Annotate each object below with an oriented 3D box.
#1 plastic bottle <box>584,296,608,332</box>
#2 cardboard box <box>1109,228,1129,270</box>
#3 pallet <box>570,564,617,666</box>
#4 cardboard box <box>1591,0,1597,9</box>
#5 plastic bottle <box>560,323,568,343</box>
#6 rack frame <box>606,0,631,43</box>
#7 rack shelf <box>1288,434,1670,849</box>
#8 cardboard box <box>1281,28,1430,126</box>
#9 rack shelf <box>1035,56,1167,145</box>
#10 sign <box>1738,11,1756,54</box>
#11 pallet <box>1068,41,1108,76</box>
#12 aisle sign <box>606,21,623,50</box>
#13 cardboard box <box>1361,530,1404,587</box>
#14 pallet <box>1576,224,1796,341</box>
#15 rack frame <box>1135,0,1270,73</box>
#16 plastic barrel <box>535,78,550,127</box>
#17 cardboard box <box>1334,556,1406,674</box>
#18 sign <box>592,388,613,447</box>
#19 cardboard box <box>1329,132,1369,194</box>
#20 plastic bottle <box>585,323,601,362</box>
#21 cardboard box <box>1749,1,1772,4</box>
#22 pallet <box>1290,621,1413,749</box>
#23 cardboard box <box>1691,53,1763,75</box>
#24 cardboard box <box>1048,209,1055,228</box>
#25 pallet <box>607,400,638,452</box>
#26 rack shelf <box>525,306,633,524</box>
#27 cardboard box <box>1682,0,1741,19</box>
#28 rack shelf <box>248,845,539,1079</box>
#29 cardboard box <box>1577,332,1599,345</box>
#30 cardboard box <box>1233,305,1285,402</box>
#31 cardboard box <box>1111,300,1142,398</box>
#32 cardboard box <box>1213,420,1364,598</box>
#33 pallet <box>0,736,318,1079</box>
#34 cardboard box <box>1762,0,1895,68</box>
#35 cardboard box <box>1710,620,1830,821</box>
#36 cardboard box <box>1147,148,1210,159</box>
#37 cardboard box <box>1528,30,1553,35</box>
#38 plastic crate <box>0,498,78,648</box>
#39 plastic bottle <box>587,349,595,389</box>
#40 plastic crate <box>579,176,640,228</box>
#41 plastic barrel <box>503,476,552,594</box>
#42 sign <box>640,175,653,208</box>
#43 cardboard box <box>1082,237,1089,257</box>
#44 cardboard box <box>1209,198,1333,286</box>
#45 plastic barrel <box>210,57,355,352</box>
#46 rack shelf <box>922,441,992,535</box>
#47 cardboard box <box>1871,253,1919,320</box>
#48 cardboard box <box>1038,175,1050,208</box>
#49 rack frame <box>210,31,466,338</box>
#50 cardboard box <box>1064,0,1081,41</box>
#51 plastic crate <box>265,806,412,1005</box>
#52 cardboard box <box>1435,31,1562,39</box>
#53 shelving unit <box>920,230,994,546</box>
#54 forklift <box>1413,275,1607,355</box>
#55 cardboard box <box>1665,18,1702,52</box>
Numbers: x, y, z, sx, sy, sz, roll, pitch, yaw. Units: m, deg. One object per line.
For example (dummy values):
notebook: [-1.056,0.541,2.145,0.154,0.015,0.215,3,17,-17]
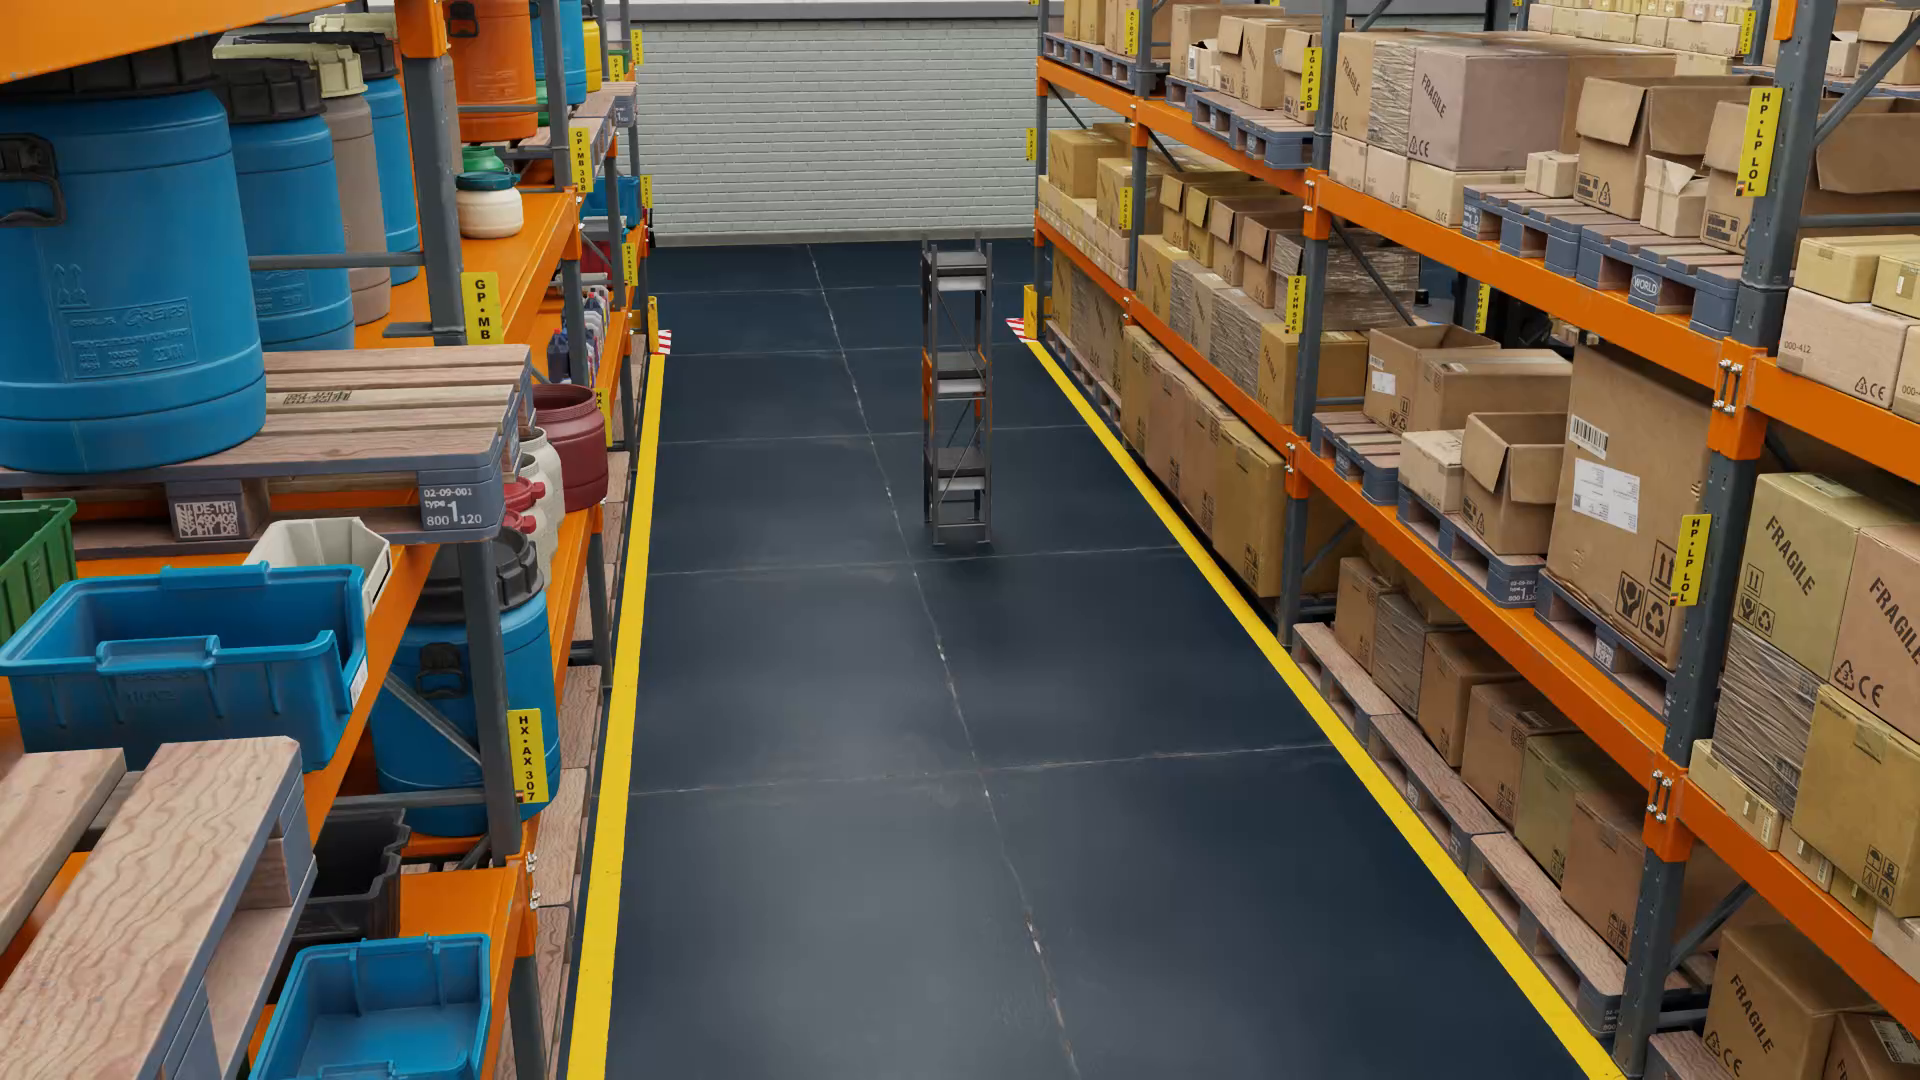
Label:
plastic bottle: [-2.624,-1.632,11.976,0.152,0.276,0.135,-3,21,-8]
cardboard box: [1.524,-2.396,13.632,0.500,0.250,0.500,-3,21,-9]
pallet: [-2.632,0.483,10.120,1.003,0.211,1.213,-3,21,-8]
cardboard box: [6.177,-5.064,15.631,0.380,0.149,0.250,-2,21,-6]
plastic bottle: [-2.620,-1.316,11.136,0.097,0.271,0.097,0,20,0]
rack frame: [-3.630,-6.132,15.274,1.000,3.000,0.127,-3,21,-8]
rack shelf: [2.712,0.228,7.848,1.077,0.370,4.000,-3,21,-8]
cardboard box: [2.265,-2.660,9.515,0.797,0.503,0.637,-2,21,-5]
rack shelf: [1.559,-3.947,14.739,1.077,0.370,4.000,-3,21,-8]
sign: [6.234,-4.019,13.164,0.100,0.325,0.005,-3,21,-8]
pallet: [1.567,-4.256,14.663,1.003,0.211,1.213,-3,21,-8]
aisle sign: [-3.351,-4.579,15.975,0.394,0.787,0.004,-3,21,-8]
cardboard box: [2.550,0.042,9.188,0.500,0.250,0.500,-2,21,-6]
pallet: [3.017,-0.953,5.963,1.213,0.211,1.003,-3,21,-8]
rack frame: [1.848,-4.997,12.234,1.000,3.000,0.127,-3,21,-8]
plastic barrel: [-2.402,-2.460,9.349,0.294,0.245,0.294,0,20,0]
cardboard box: [2.541,0.394,9.318,0.700,0.500,0.500,-4,21,-11]
sign: [-1.934,-0.659,8.959,0.100,0.325,0.005,-3,21,-8]
cardboard box: [2.240,-1.961,8.607,0.500,0.250,0.500,-3,21,-7]
plastic bottle: [-2.499,-1.331,11.169,0.152,0.276,0.135,-3,21,-8]
cardboard box: [6.870,-4.451,13.988,0.380,0.149,0.250,-3,21,-8]
pallet: [2.535,0.775,9.339,1.003,0.211,1.213,-3,21,-8]
cardboard box: [6.432,-3.893,13.780,0.500,0.250,0.500,-2,21,-6]
cardboard box: [1.071,-3.137,16.187,0.380,0.149,0.250,-3,21,-9]
pallet: [-3.198,-0.883,13.779,1.003,0.211,1.213,-3,21,-8]
rack shelf: [-2.765,-0.908,10.887,1.077,0.370,4.000,-3,21,-8]
cardboard box: [6.409,-4.523,14.181,0.380,0.149,0.250,-2,21,-6]
rack shelf: [-1.612,1.862,3.471,1.077,0.370,4.000,-3,21,-8]
cardboard box: [6.189,-1.916,16.032,0.380,0.149,0.250,-3,21,-8]
cardboard box: [2.042,-1.180,10.445,0.500,0.500,0.500,-3,21,-8]
cardboard box: [1.832,-1.621,14.205,0.875,0.875,0.875,-3,21,-8]
cardboard box: [2.345,-0.243,10.517,1.225,0.875,0.875,-4,21,-10]
pallet: [-1.346,0.610,1.779,1.003,0.211,1.213,-3,21,-8]
cardboard box: [6.716,-3.914,12.878,0.700,0.500,0.500,-3,21,-8]
cardboard box: [3.004,0.556,5.373,0.875,0.500,0.500,-3,21,-8]
cardboard box: [1.889,-3.137,14.545,0.500,0.500,0.500,-4,21,-9]
cardboard box: [6.005,-4.953,16.619,0.500,0.250,0.500,-2,21,-6]
plastic crate: [-1.942,0.087,3.212,0.336,0.188,0.450,-3,21,-8]
plastic bottle: [-2.341,-1.066,10.450,0.061,0.283,0.133,-3,21,-8]
plastic crate: [-3.397,-3.260,16.021,0.616,0.435,0.499,-3,21,-8]
plastic barrel: [-1.989,0.023,7.173,0.433,0.535,0.433,0,20,0]
sign: [-3.088,-3.432,16.384,0.100,0.325,0.005,-3,21,-8]
cardboard box: [1.294,-2.603,14.758,0.380,0.149,0.250,-3,21,-9]
cardboard box: [2.140,-2.030,11.288,0.797,0.503,0.637,-2,21,-6]
plastic barrel: [-2.189,-0.972,5.029,0.600,0.901,0.708,-3,21,-8]
rack shelf: [-0.024,-0.372,11.752,0.431,0.518,0.480,-3,21,-8]
cardboard box: [2.848,-0.722,4.719,0.380,0.149,0.250,-4,21,-10]
cardboard box: [1.073,-3.461,16.485,0.500,0.250,0.500,-3,21,-9]
rack frame: [-1.900,-1.978,4.149,1.000,3.000,0.127,-3,21,-8]
cardboard box: [1.361,-4.889,15.346,0.700,0.500,0.500,-4,21,-10]
plastic crate: [-1.951,1.050,4.707,0.767,0.338,0.504,-3,21,-8]
cardboard box: [2.740,-2.335,8.538,0.500,0.500,0.500,-2,21,-6]
shelving unit: [-0.024,-1.041,11.502,0.431,2.100,0.503,-3,21,-8]
forklift: [4.786,-2.090,13.123,3.031,2.935,1.130,12,23,28]
cardboard box: [6.389,-4.299,14.152,0.500,0.250,0.500,-4,21,-10]
